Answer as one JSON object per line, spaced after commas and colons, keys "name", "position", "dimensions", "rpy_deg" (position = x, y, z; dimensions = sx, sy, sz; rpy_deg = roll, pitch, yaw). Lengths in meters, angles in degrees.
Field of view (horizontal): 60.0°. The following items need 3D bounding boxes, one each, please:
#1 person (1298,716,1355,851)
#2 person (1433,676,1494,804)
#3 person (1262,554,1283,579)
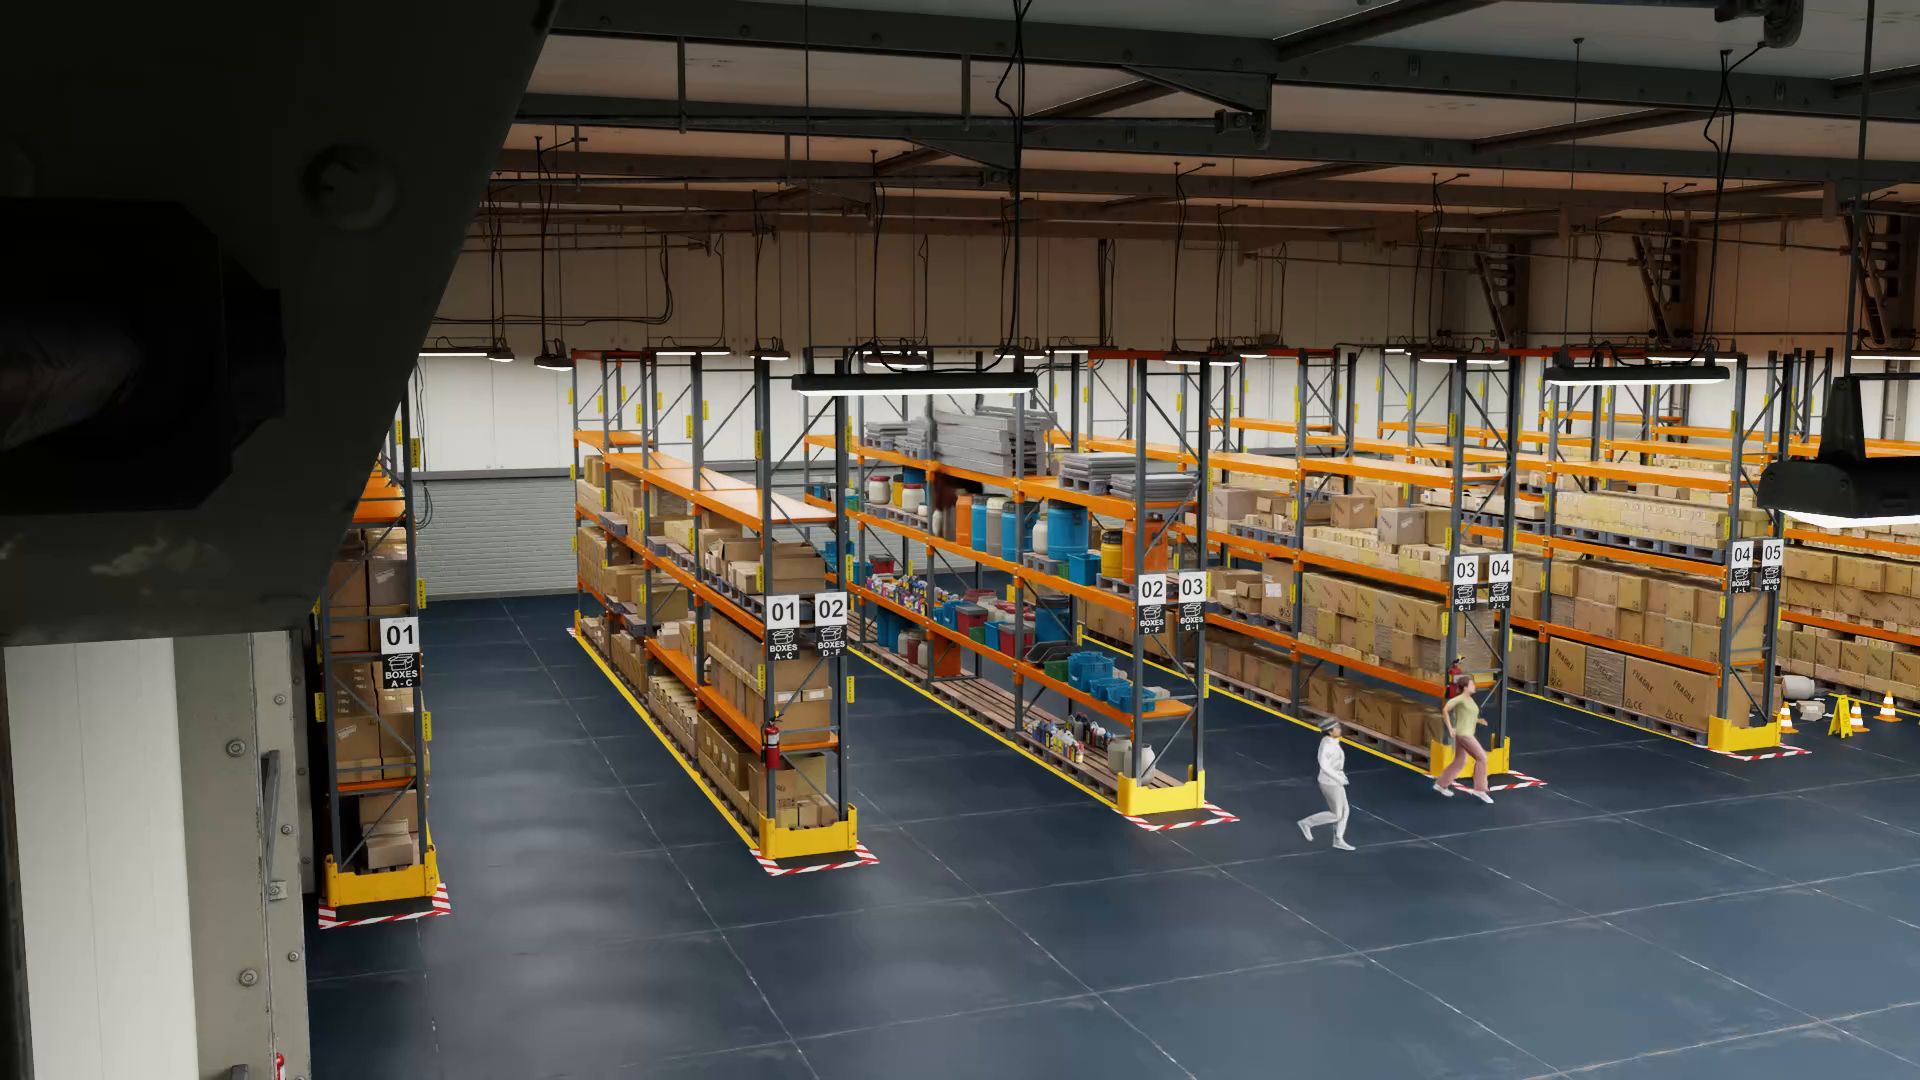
{"name": "person", "position": [4.515, 2.987, 20.403], "dimensions": [0.704, 1.686, 0.633], "rpy_deg": [1, 7, 11]}
{"name": "person", "position": [6.914, 2.690, 22.664], "dimensions": [0.814, 1.664, 0.577], "rpy_deg": [4, 8, 26]}
{"name": "person", "position": [6.661, 1.144, 34.844], "dimensions": [0.664, 1.745, 0.583], "rpy_deg": [-3, 8, -22]}
